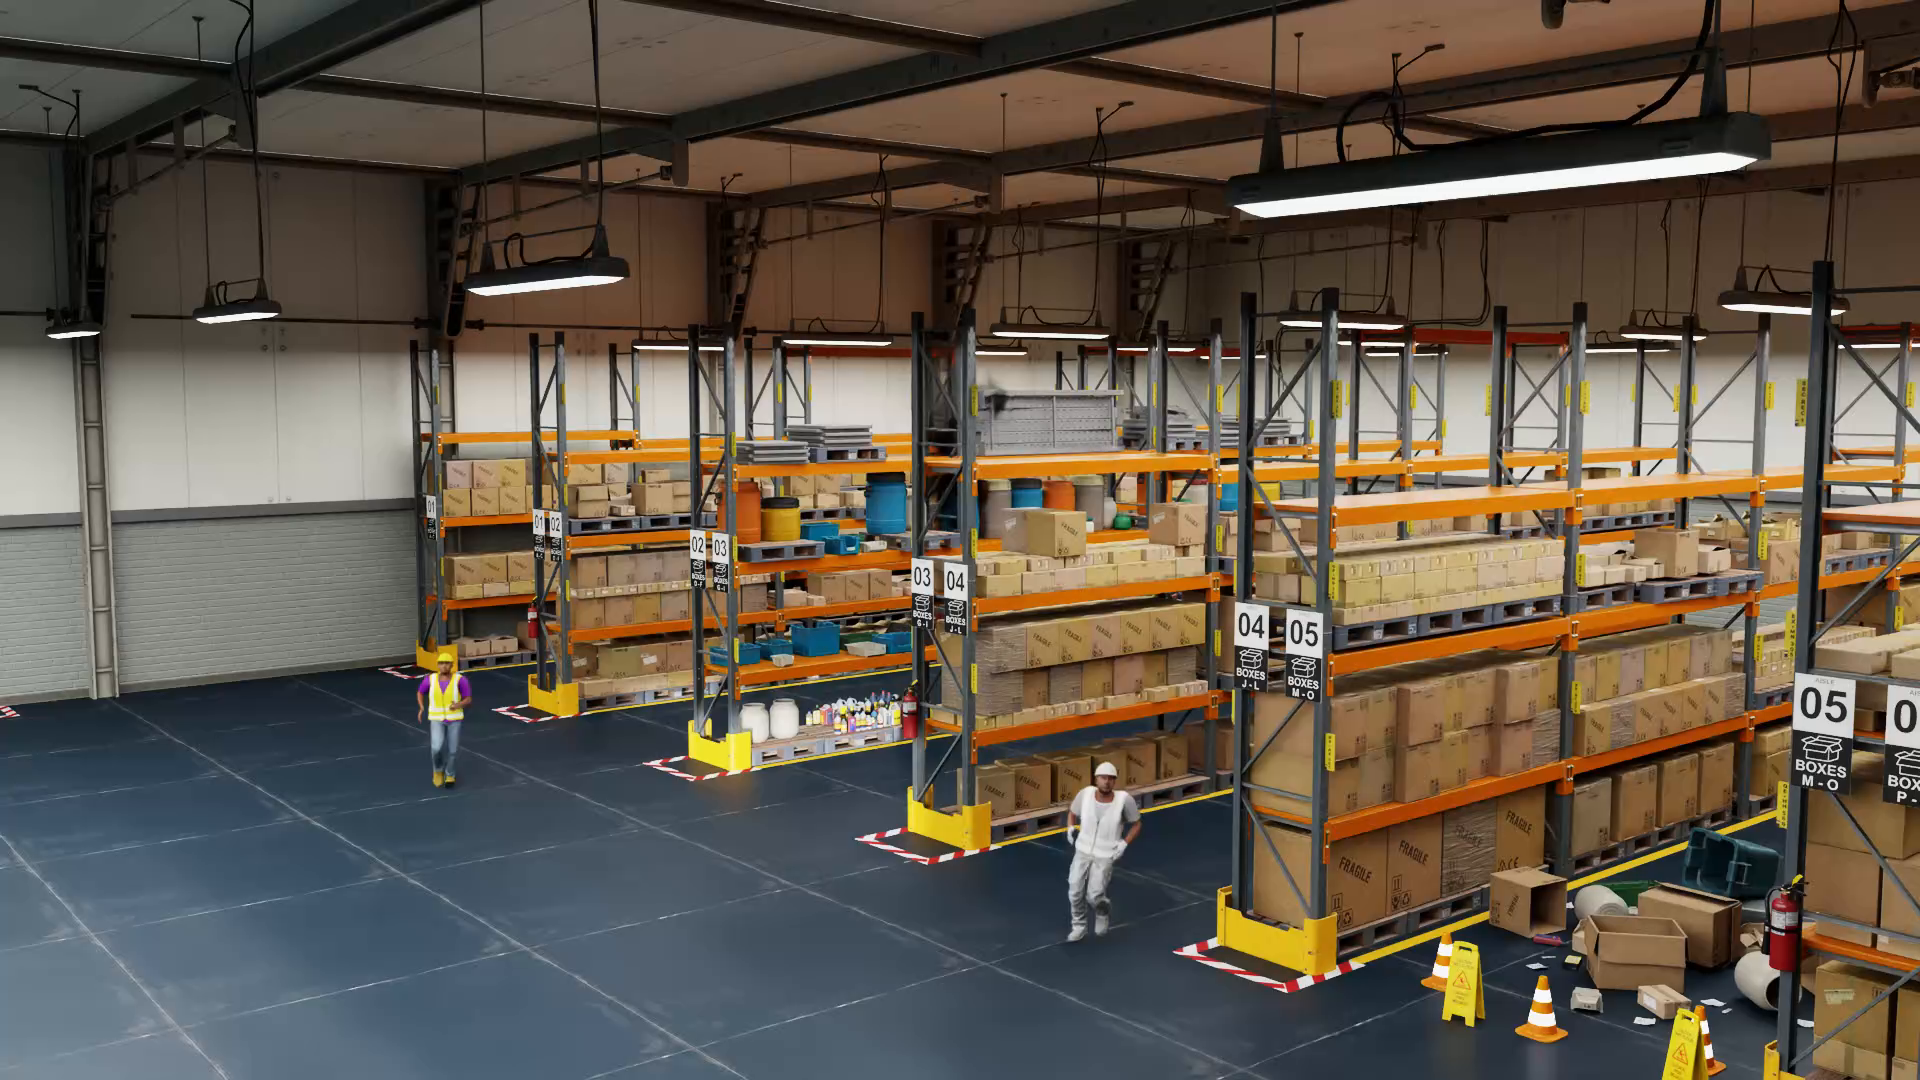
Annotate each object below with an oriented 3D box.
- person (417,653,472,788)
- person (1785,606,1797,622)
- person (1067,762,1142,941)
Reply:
[{"bbox_3d":[-6.601,2.315,21.321,0.684,1.740,0.667,-2,6,-16],"label":"person"},{"bbox_3d":[12.930,1.913,25.640,0.929,1.781,0.716,-3,6,-30],"label":"person"},{"bbox_3d":[1.285,2.895,15.378,0.683,1.699,0.562,2,6,25],"label":"person"}]
